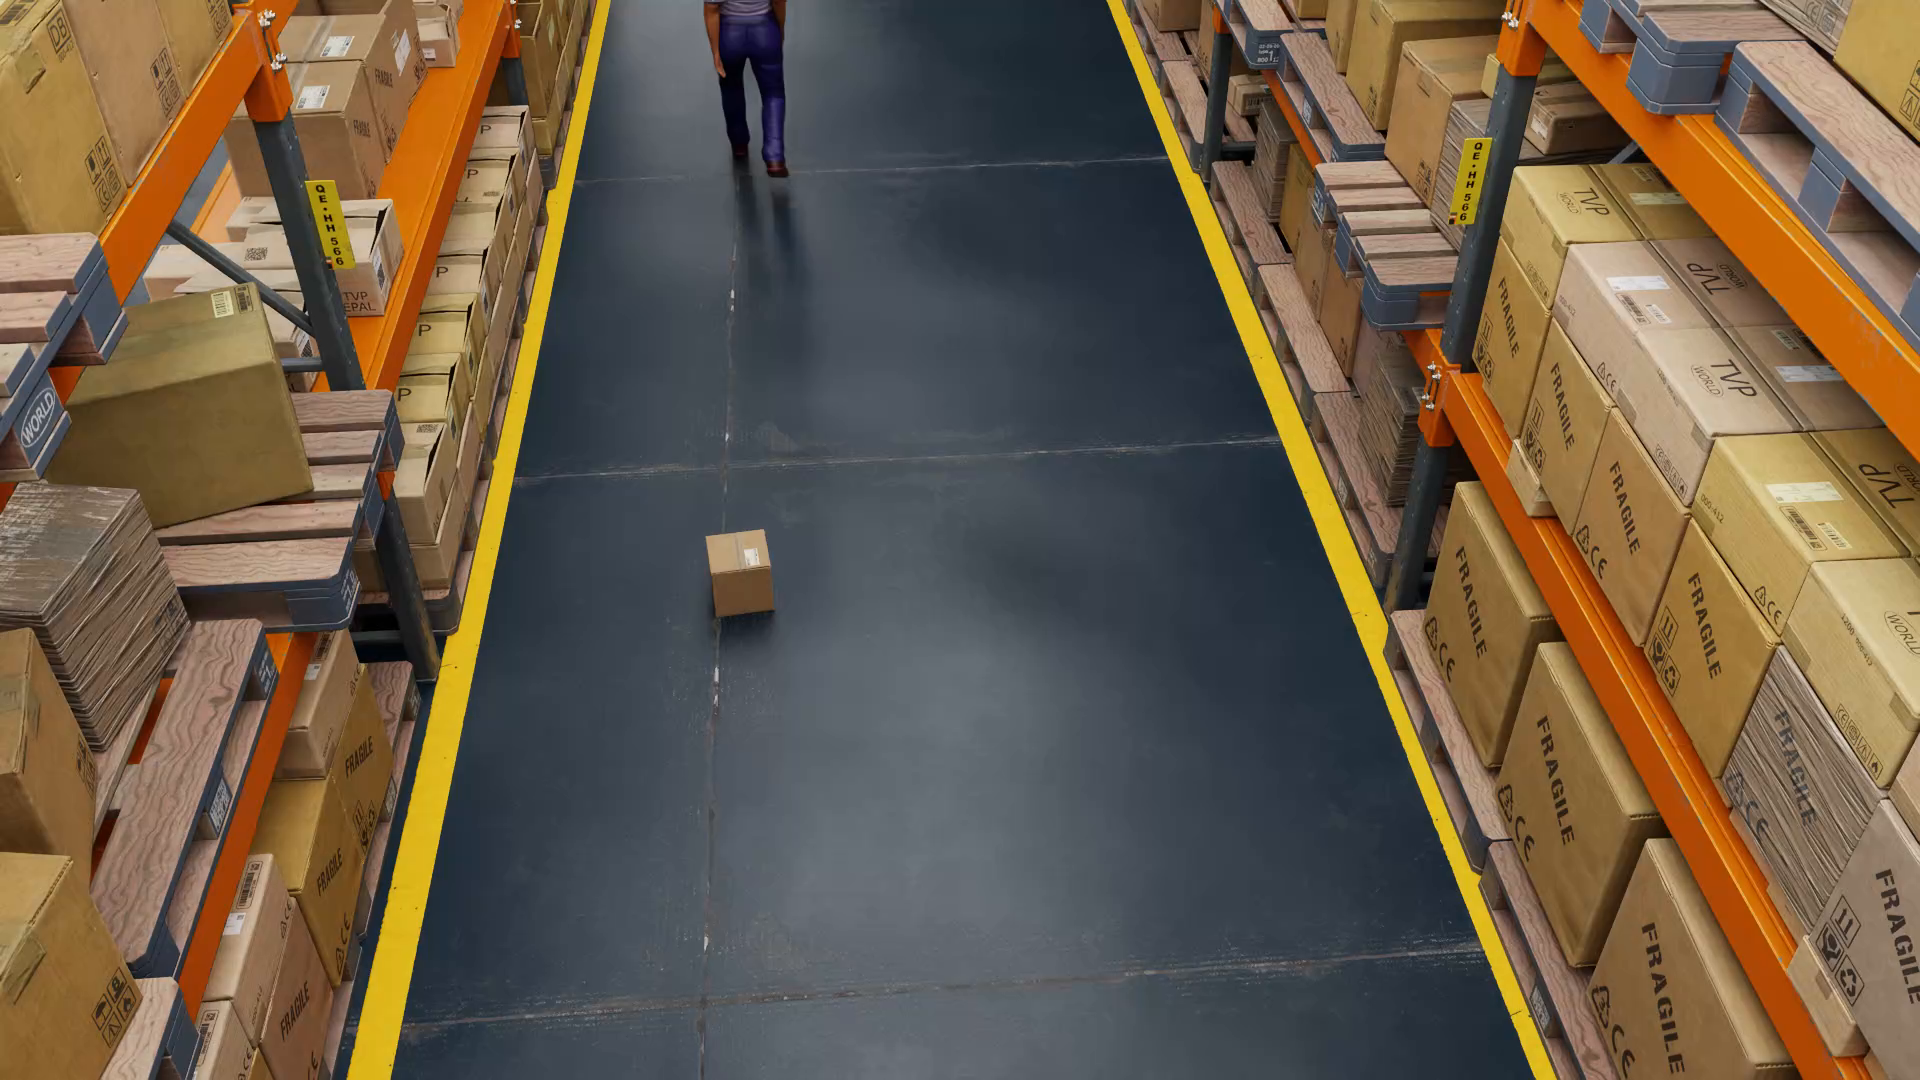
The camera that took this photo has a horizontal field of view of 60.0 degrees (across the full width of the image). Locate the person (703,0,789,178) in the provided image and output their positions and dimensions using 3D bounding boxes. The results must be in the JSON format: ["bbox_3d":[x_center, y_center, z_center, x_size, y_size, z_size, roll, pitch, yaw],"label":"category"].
[{"bbox_3d":[-1.238,-2.908,9.705,0.475,1.600,0.899,-5,40,-6],"label":"person"}]
